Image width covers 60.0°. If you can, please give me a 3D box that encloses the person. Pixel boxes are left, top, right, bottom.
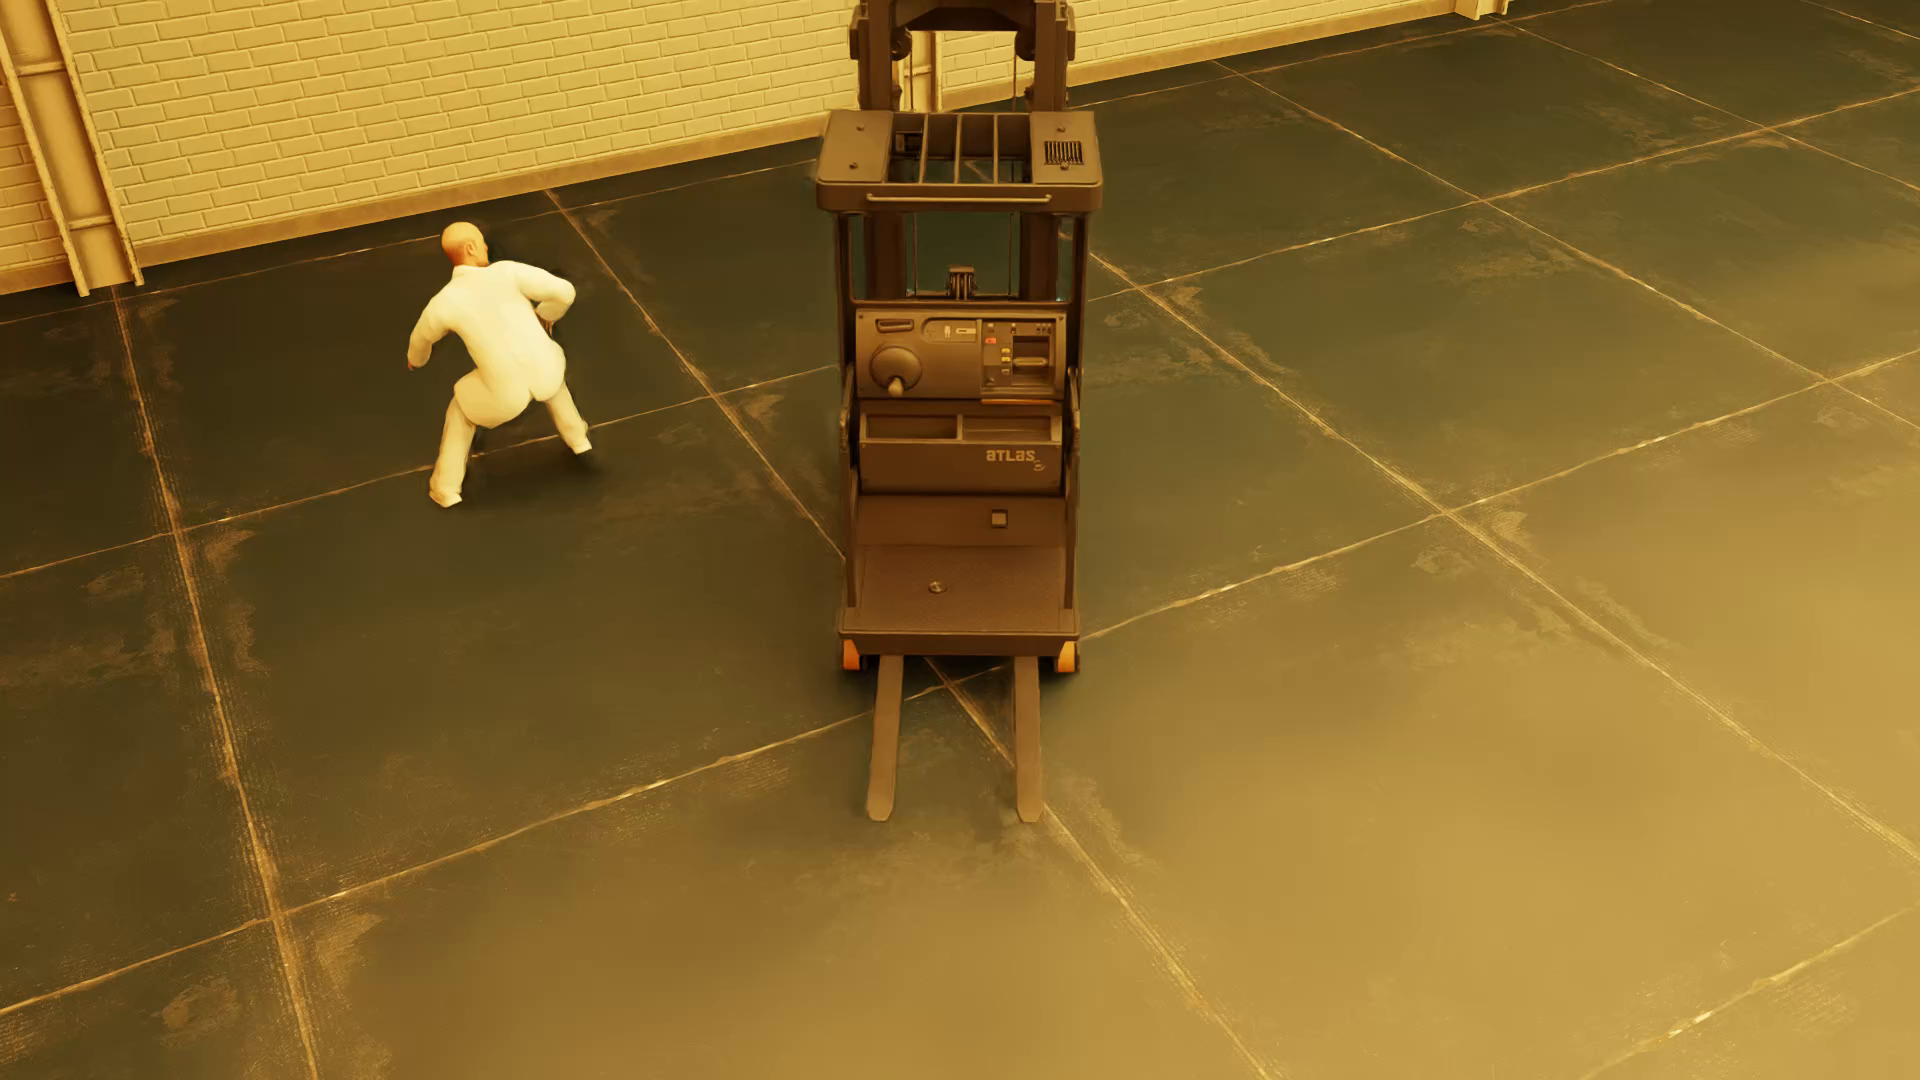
[{"bbox_3d":[-2.471,-0.939,8.747,0.917,1.560,0.782,-14,38,-19],"label":"person"}]

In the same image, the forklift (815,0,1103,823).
[{"bbox_3d":[0.002,-0.759,7.196,1.130,2.935,3.031,1,35,1],"label":"forklift"}]
